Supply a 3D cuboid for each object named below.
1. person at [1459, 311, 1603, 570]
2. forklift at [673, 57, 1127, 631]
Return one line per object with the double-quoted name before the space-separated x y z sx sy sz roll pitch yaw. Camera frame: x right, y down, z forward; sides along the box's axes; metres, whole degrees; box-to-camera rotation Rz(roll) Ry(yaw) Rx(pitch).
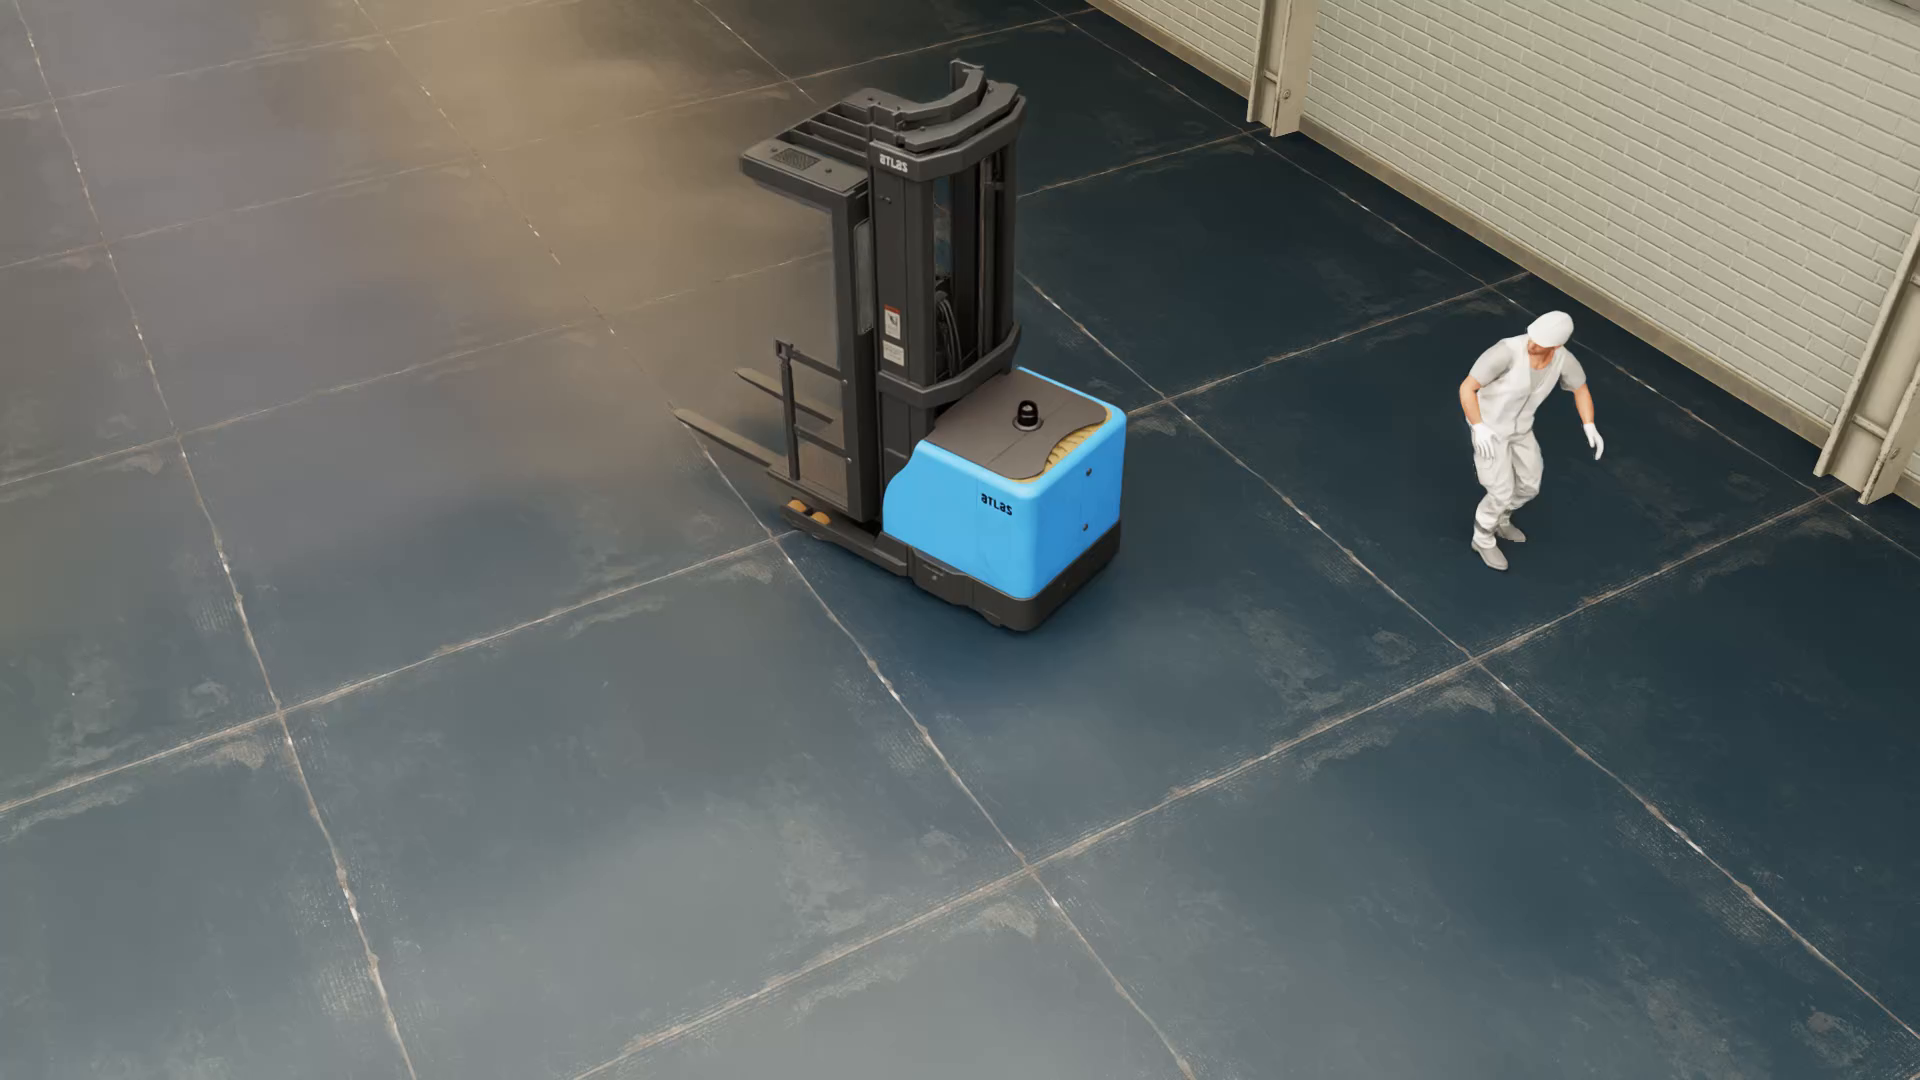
"person" 3.294 -0.579 9.719 0.784 1.722 0.675 -14 42 -17
"forklift" -0.501 -1.376 9.695 3.031 2.935 1.130 26 46 28
